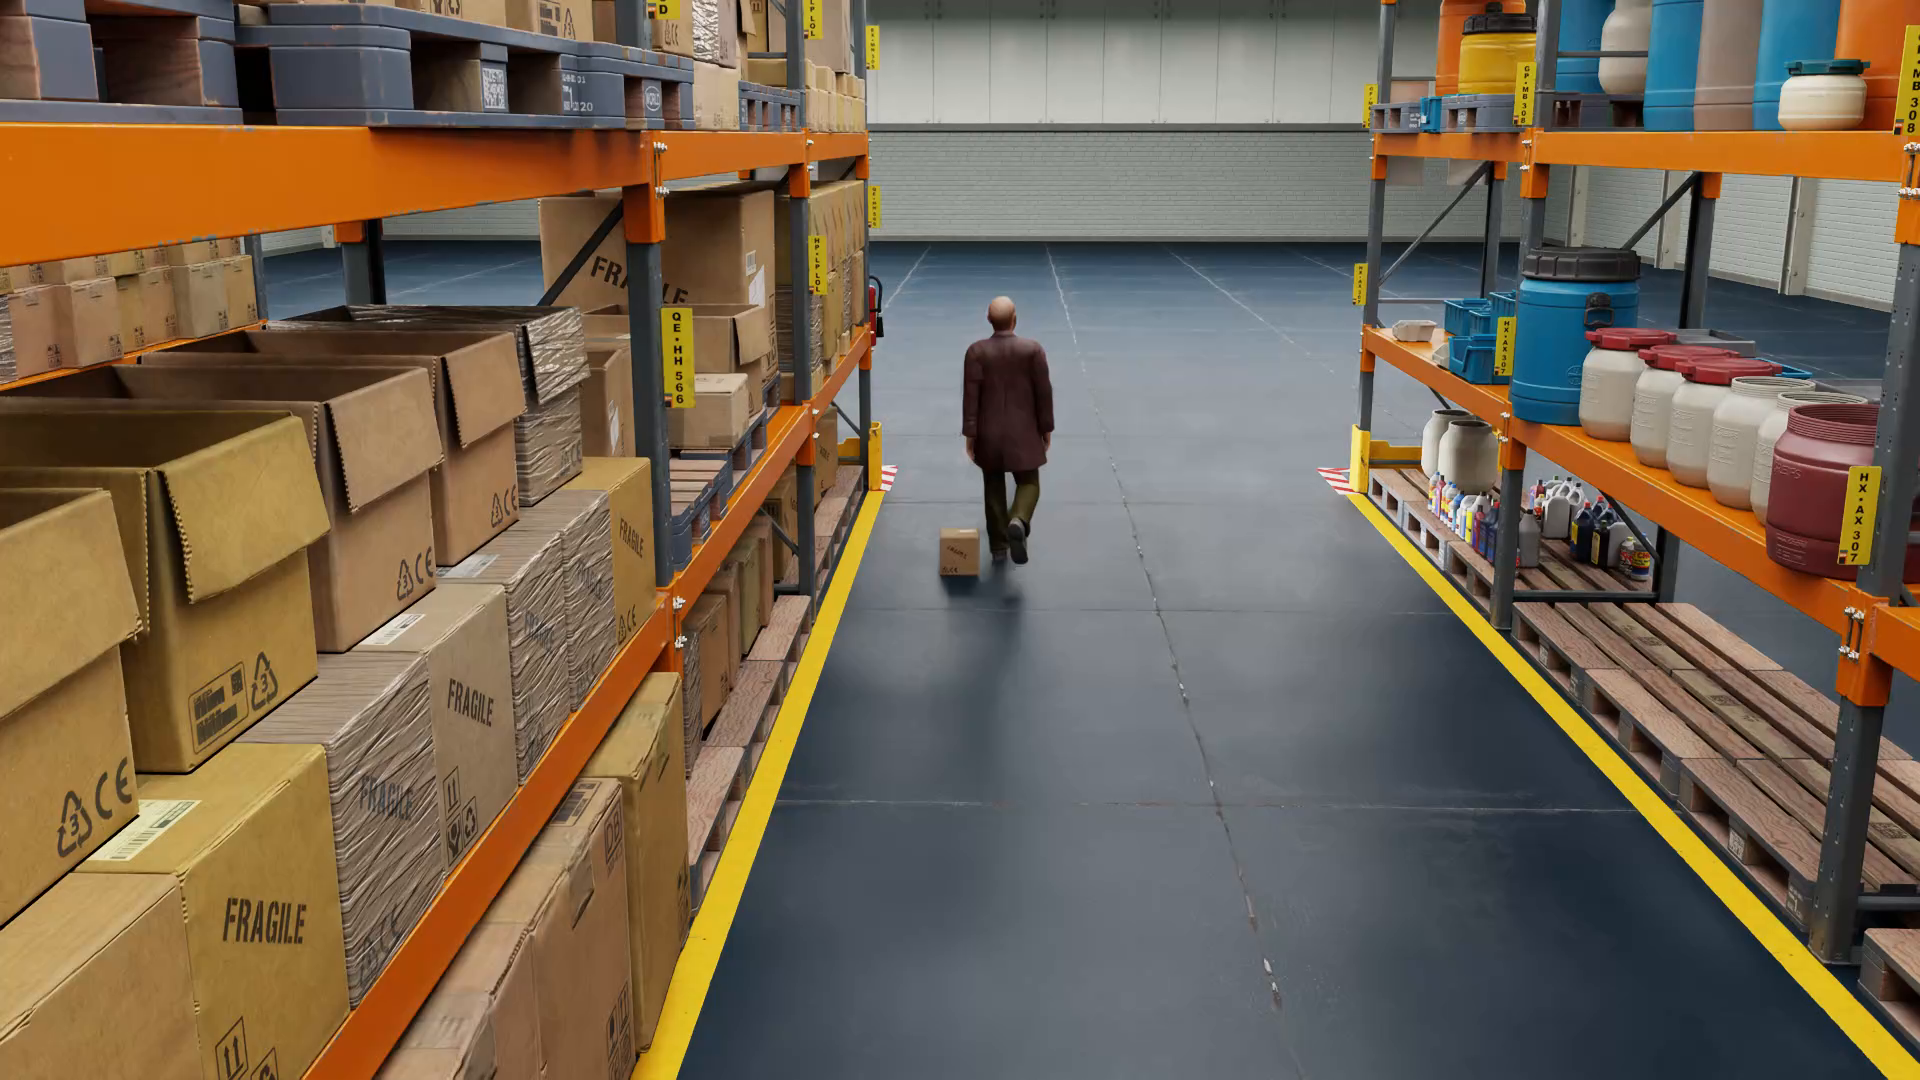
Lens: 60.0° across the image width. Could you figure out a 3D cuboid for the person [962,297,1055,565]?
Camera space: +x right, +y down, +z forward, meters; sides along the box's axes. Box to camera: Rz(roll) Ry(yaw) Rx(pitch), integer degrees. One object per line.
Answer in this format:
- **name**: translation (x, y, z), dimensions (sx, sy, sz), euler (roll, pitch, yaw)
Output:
- **person**: translation (0.311, -0.696, 10.806), dimensions (0.601, 1.753, 0.815), euler (2, 14, 7)
